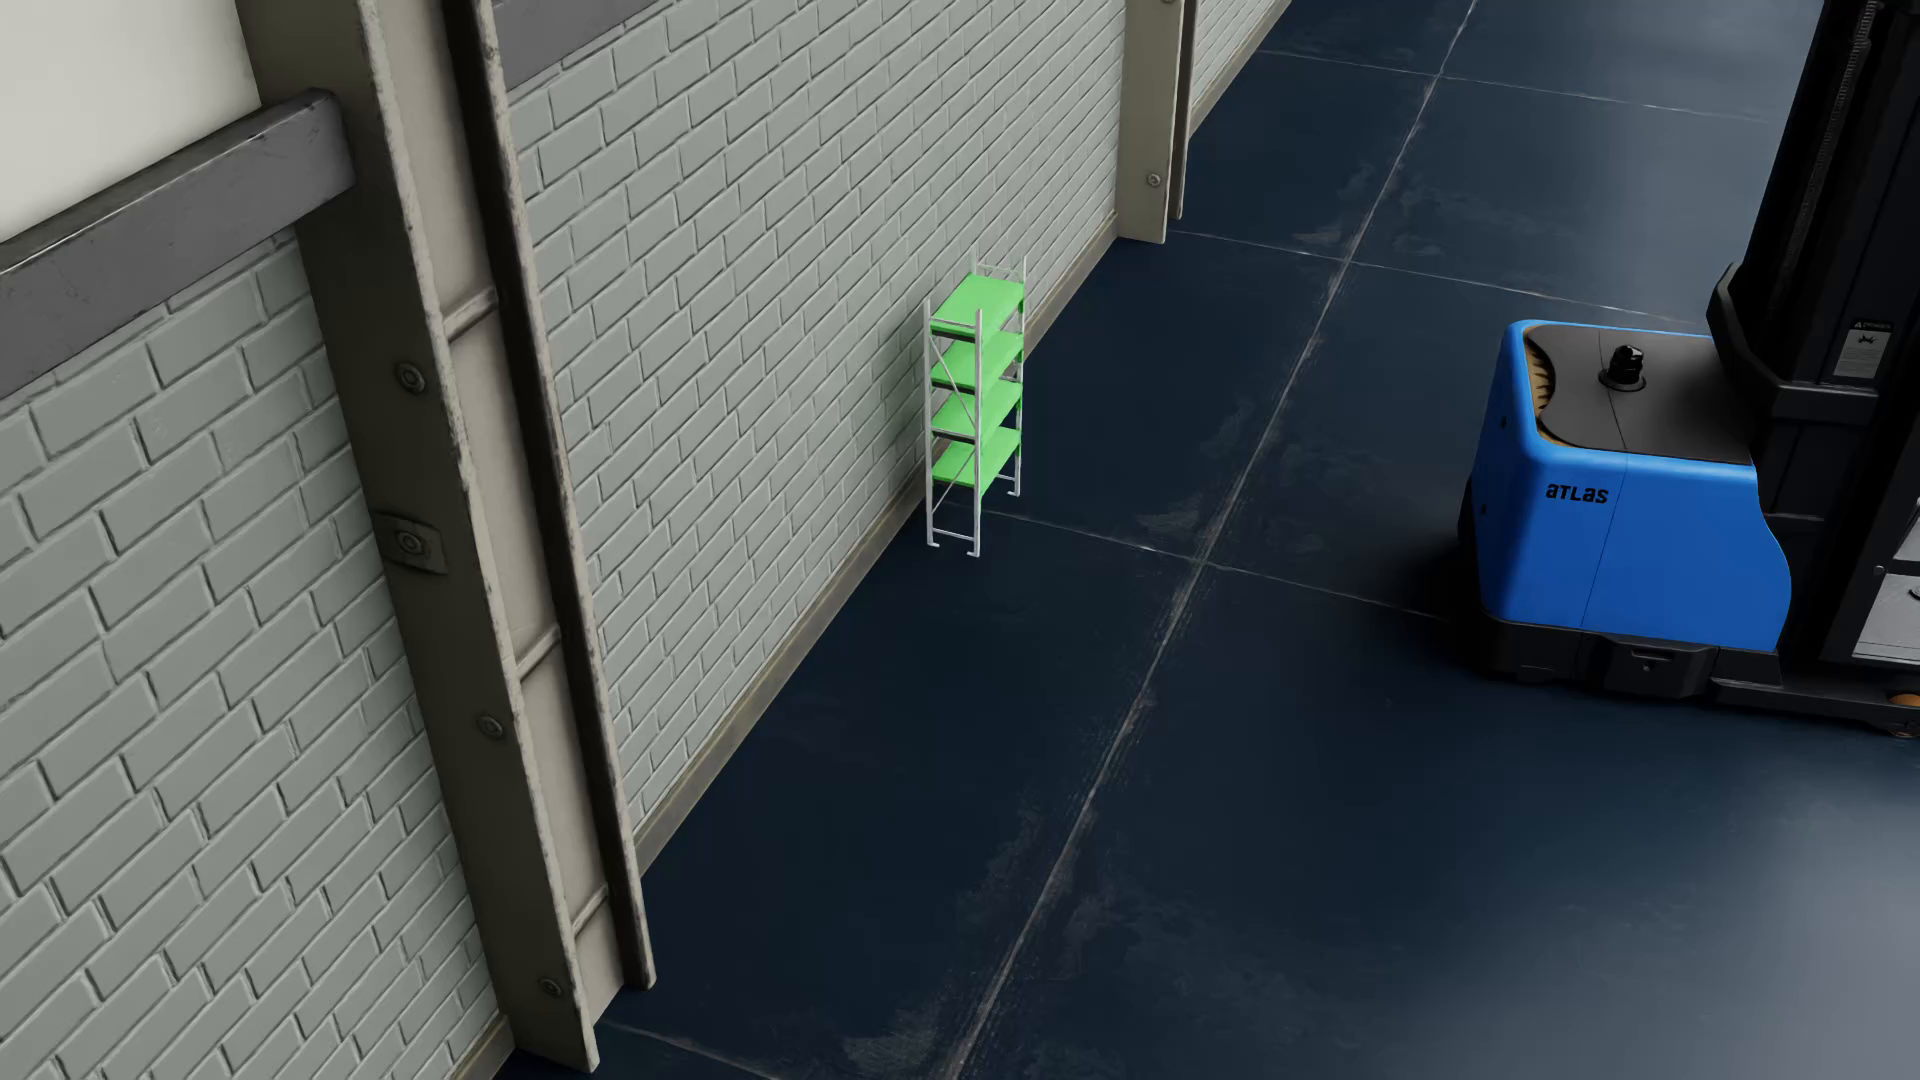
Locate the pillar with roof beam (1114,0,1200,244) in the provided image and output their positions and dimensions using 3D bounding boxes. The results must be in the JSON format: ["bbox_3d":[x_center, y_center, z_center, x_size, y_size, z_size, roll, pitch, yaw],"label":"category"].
[{"bbox_3d":[5.072,-4.461,5.702,9.100,9.000,0.400,14,39,18],"label":"pillar with roof beam"}]

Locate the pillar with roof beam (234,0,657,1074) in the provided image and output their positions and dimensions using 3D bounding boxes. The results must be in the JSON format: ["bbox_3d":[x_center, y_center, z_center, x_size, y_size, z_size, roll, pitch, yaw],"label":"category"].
[{"bbox_3d":[2.789,-1.139,1.257,9.100,9.000,0.400,14,39,18],"label":"pillar with roof beam"}]

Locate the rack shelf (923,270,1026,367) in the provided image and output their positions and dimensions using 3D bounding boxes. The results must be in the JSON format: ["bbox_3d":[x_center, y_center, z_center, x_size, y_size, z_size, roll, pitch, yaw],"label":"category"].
[{"bbox_3d":[0.063,-0.906,6.764,0.258,0.148,0.480,14,39,18],"label":"rack shelf"}]

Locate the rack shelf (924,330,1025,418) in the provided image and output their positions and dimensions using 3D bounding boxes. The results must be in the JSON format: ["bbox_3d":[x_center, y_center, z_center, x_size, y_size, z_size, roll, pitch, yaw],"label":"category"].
[{"bbox_3d":[0.063,-0.713,6.908,0.258,0.148,0.480,14,39,18],"label":"rack shelf"}]

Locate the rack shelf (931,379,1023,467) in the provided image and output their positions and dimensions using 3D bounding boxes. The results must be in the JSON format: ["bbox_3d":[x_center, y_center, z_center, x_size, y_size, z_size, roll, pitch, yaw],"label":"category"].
[{"bbox_3d":[0.063,-0.521,7.052,0.258,0.148,0.480,14,39,18],"label":"rack shelf"}]

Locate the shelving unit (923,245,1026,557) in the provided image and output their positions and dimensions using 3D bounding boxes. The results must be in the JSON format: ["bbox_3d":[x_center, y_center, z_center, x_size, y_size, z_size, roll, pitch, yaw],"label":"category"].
[{"bbox_3d":[0.063,-0.572,7.013,0.258,1.200,0.503,14,39,18],"label":"shelving unit"}]

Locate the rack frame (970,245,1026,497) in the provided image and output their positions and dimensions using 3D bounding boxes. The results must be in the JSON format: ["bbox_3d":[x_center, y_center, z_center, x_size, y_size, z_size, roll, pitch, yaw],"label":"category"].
[{"bbox_3d":[0.156,-0.707,7.194,0.240,1.200,0.015,14,39,18],"label":"rack frame"}]

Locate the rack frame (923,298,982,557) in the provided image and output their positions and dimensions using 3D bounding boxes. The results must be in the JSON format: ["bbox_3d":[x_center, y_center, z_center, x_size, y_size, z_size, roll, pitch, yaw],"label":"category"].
[{"bbox_3d":[-0.030,-0.437,6.833,0.240,1.200,0.015,14,39,18],"label":"rack frame"}]

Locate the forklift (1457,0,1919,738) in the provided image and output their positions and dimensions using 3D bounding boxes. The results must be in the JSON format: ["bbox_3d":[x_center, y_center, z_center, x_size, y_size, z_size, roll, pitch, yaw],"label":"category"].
[{"bbox_3d":[3.563,-0.755,5.813,3.031,2.935,1.130,7,37,9],"label":"forklift"}]

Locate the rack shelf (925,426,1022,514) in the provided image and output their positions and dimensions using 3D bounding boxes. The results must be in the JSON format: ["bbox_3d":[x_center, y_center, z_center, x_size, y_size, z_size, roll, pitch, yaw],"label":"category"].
[{"bbox_3d":[0.063,-0.329,7.195,0.258,0.148,0.480,14,39,18],"label":"rack shelf"}]
